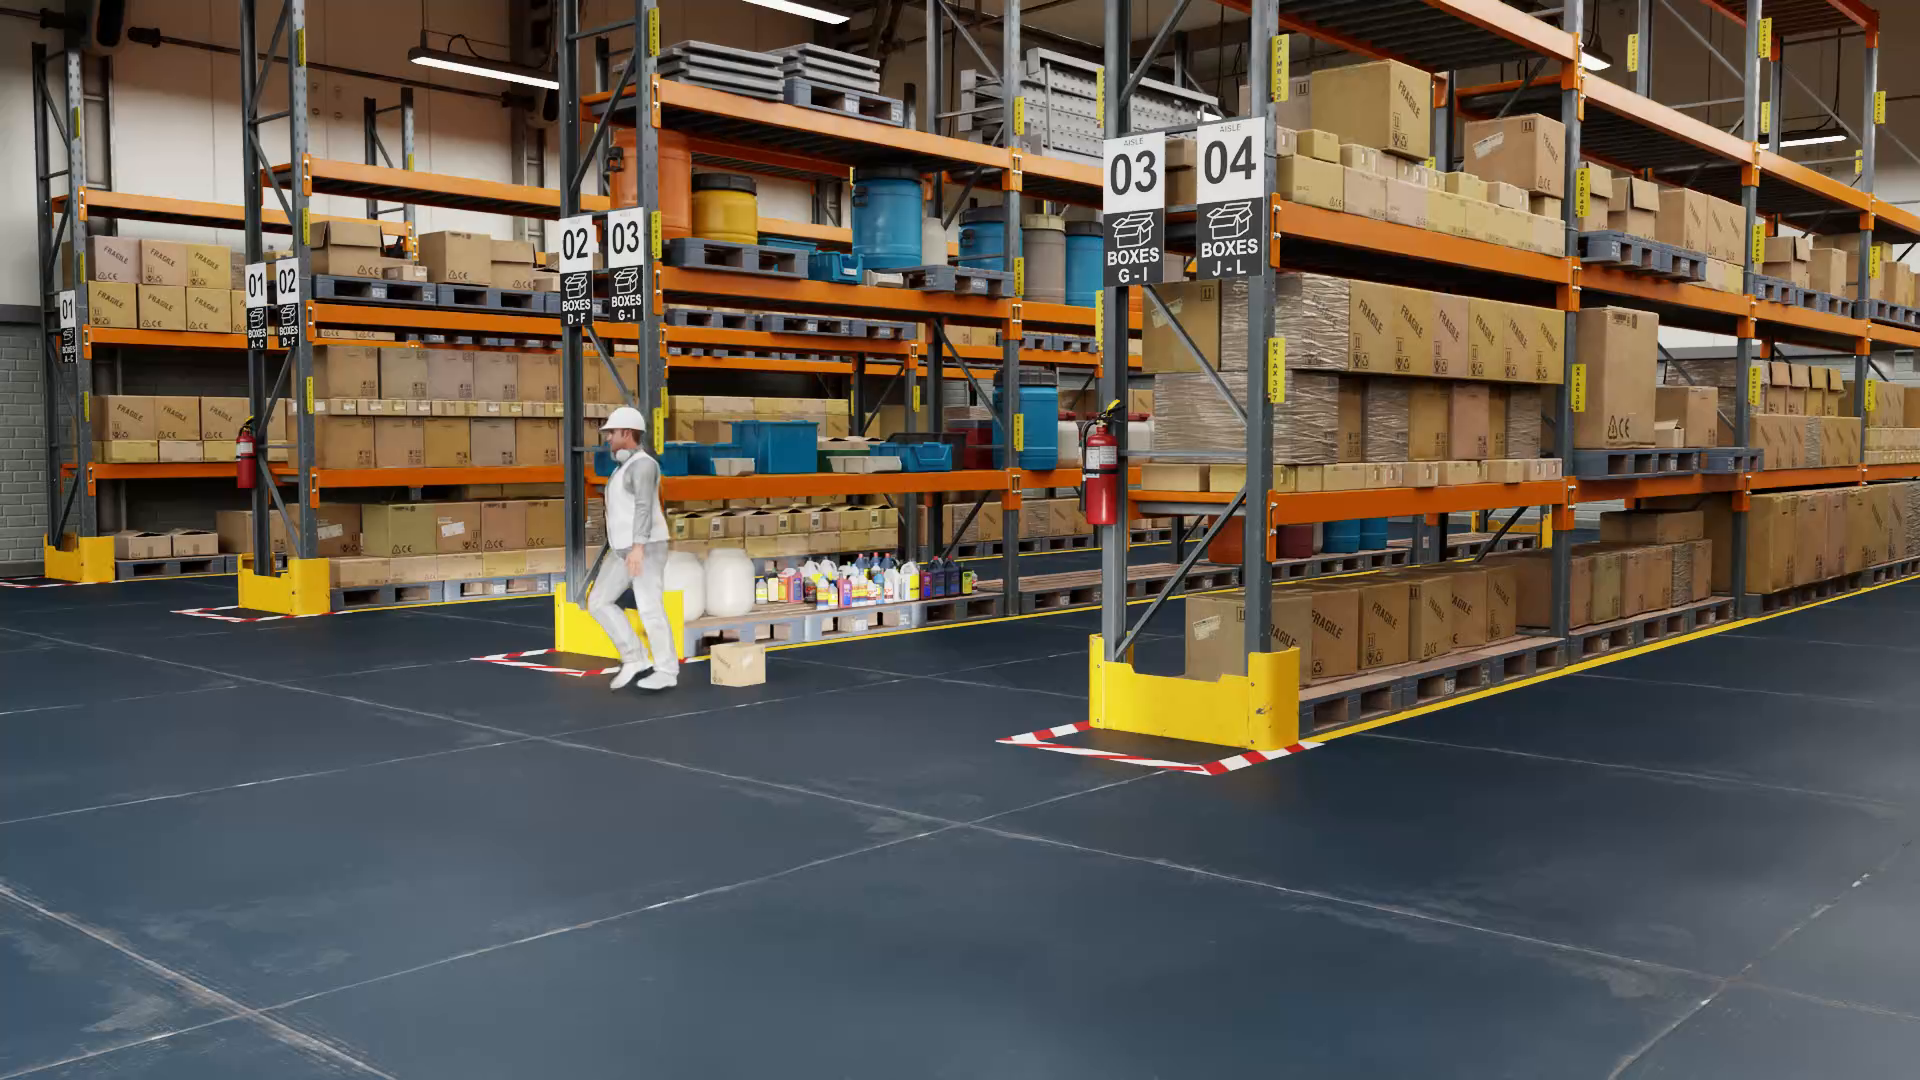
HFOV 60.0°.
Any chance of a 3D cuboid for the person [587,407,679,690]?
[{"bbox_3d":[-2.059,0.056,10.475,0.508,1.779,0.606,-2,4,-30],"label":"person"}]
